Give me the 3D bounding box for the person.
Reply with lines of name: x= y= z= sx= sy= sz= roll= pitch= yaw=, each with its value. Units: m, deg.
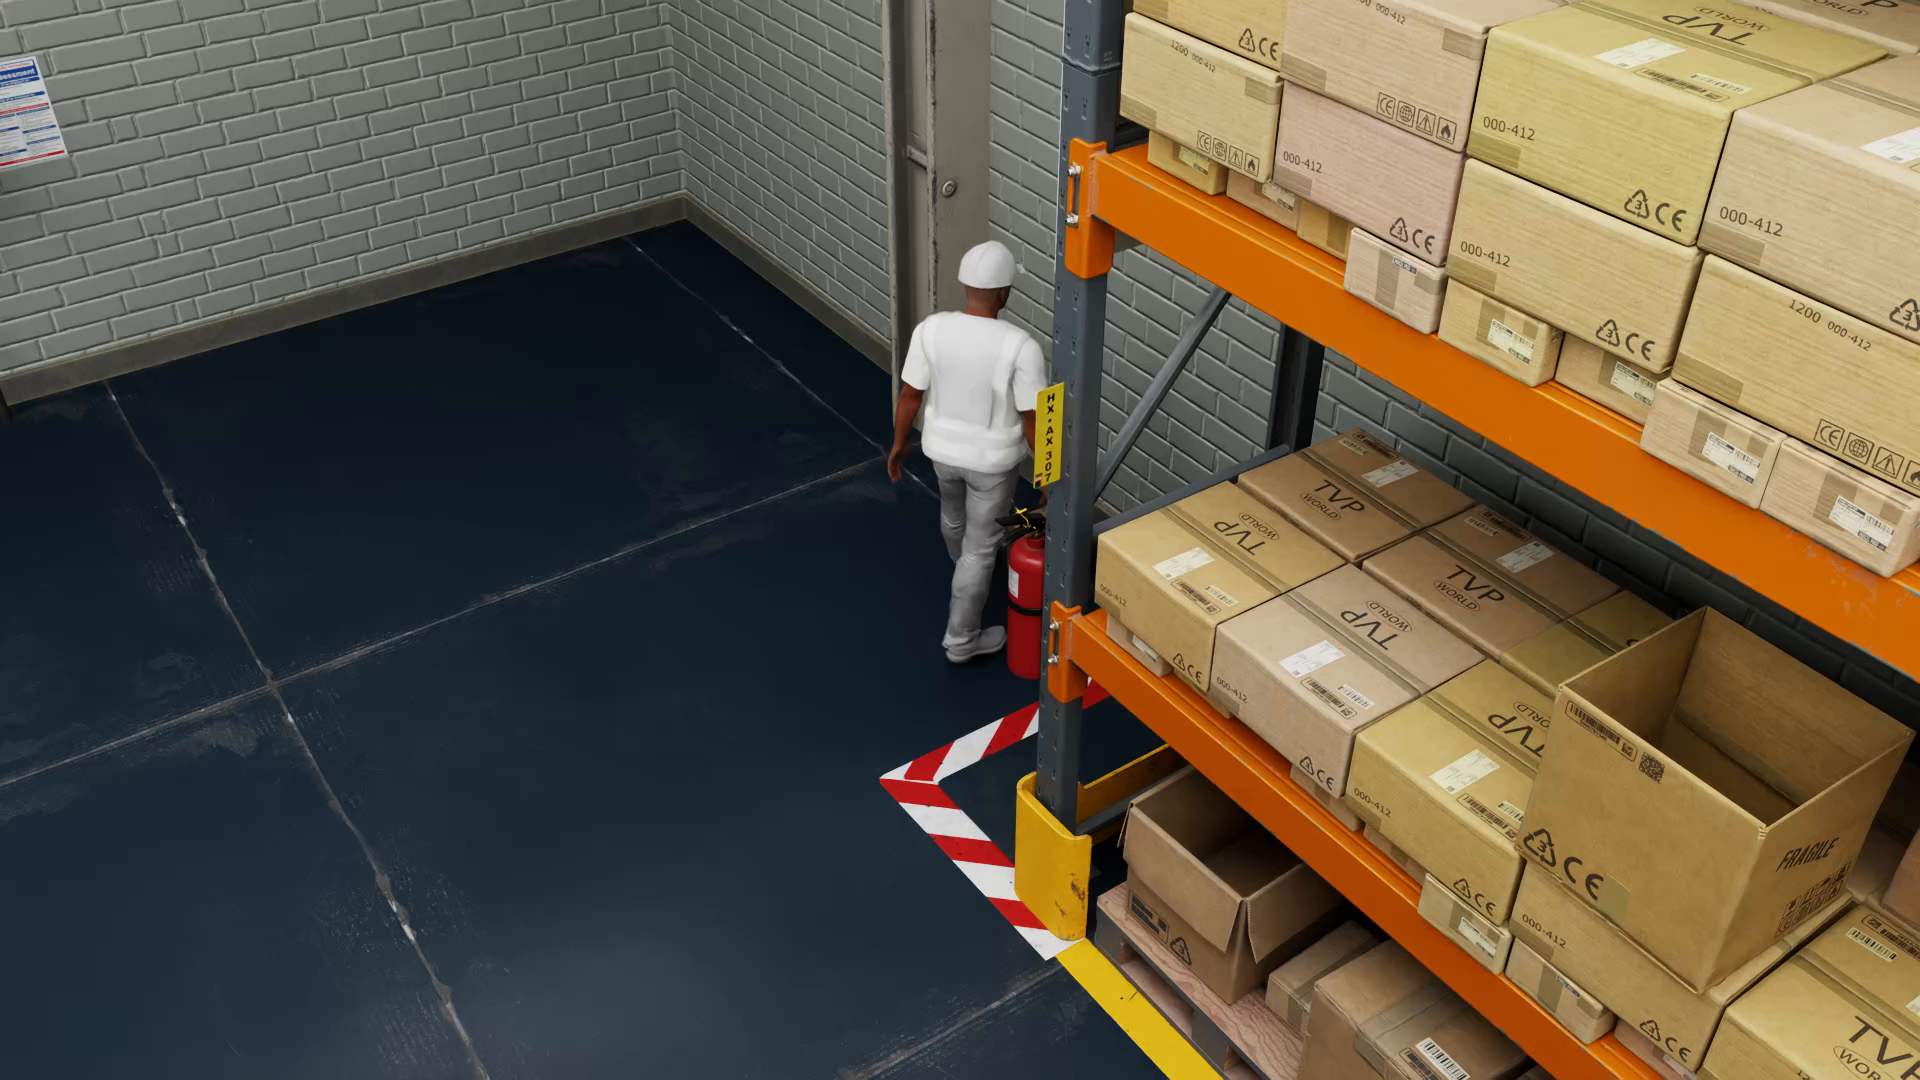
person: x=0.108 y=-0.419 z=6.698 sx=0.664 sy=1.751 sz=0.869 roll=15 pitch=39 yaw=20
